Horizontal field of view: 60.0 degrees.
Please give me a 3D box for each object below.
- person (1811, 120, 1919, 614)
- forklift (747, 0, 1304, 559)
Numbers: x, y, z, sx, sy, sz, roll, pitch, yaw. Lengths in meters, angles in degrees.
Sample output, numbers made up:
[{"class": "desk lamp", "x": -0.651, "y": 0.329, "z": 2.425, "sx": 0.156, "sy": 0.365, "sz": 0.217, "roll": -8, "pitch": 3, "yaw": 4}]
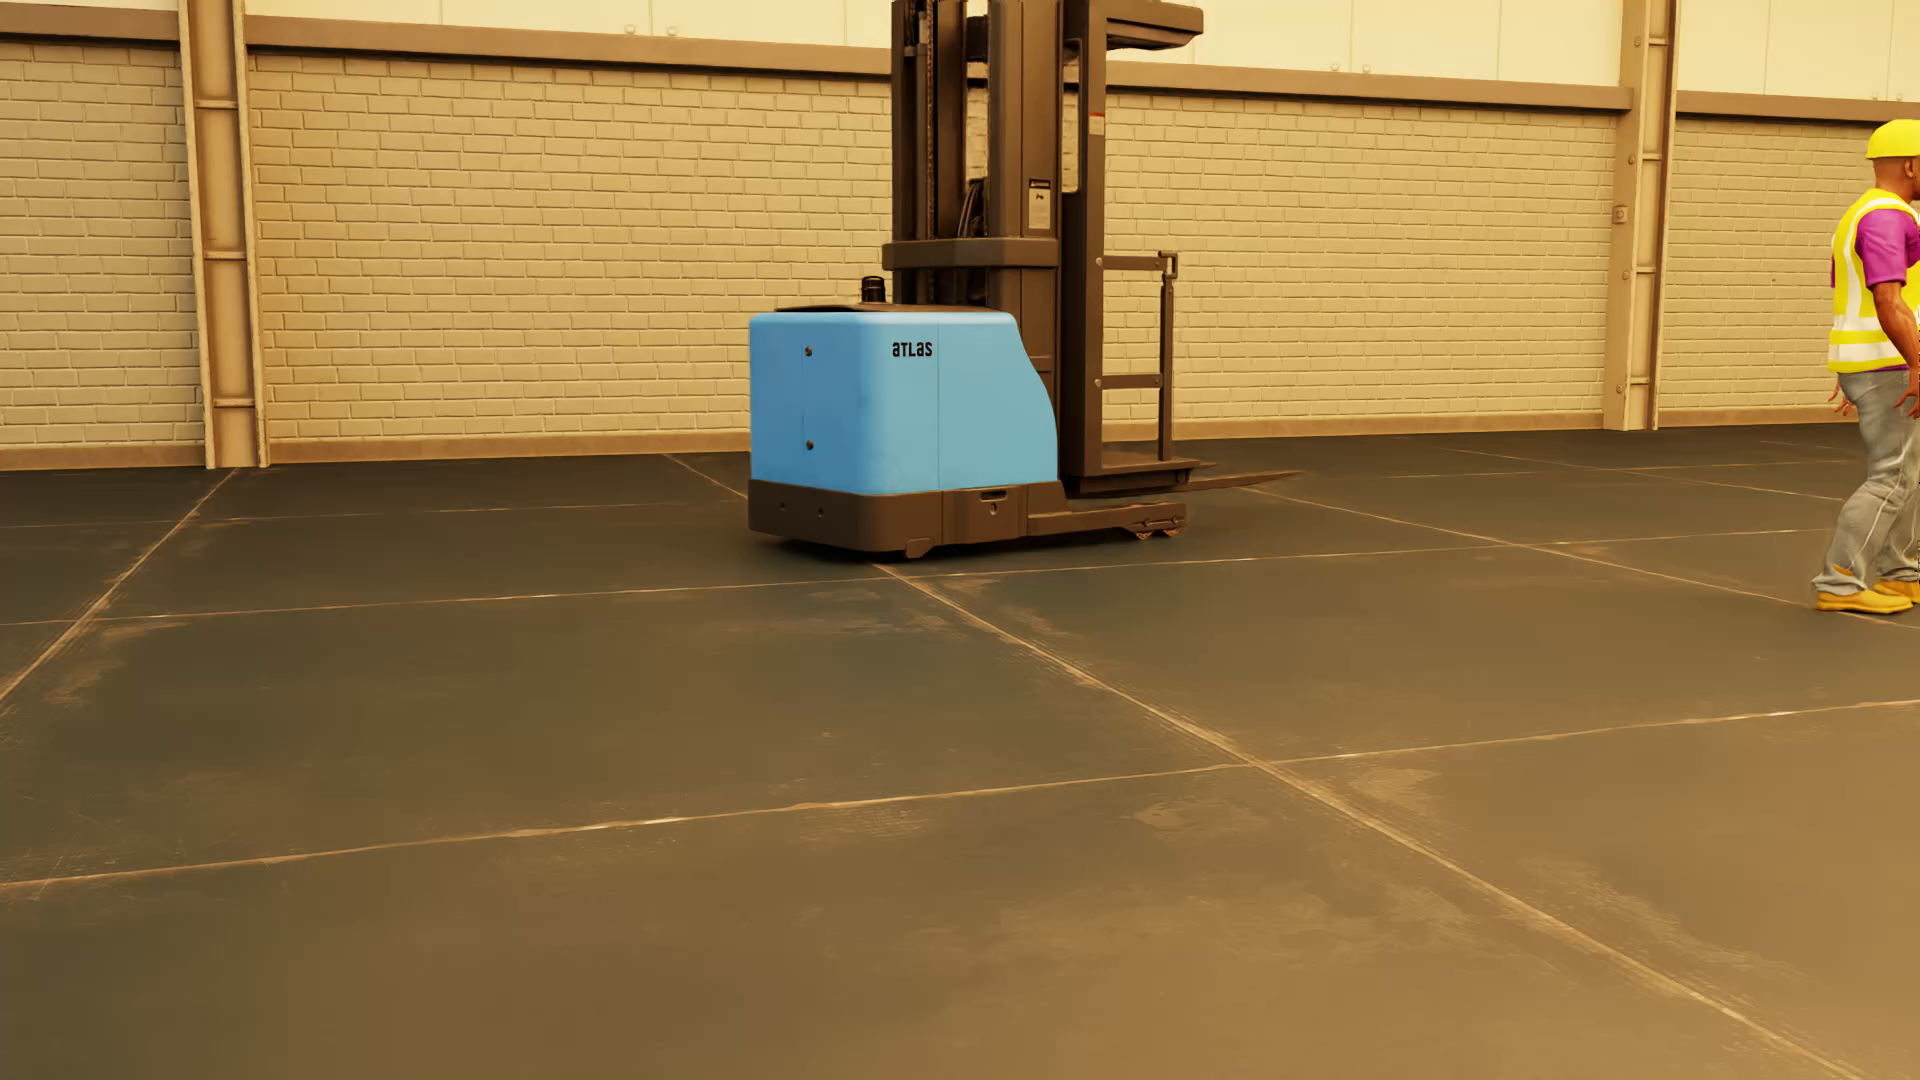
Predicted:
[{"class": "person", "x": 3.391, "y": -0.587, "z": 5.966, "sx": 0.538, "sy": 1.801, "sz": 0.663, "roll": 3, "pitch": 8, "yaw": 18}, {"class": "forklift", "x": 0.475, "y": -1.508, "z": 8.133, "sx": 3.031, "sy": 2.935, "sz": 1.130, "roll": -6, "pitch": 10, "yaw": -39}]
